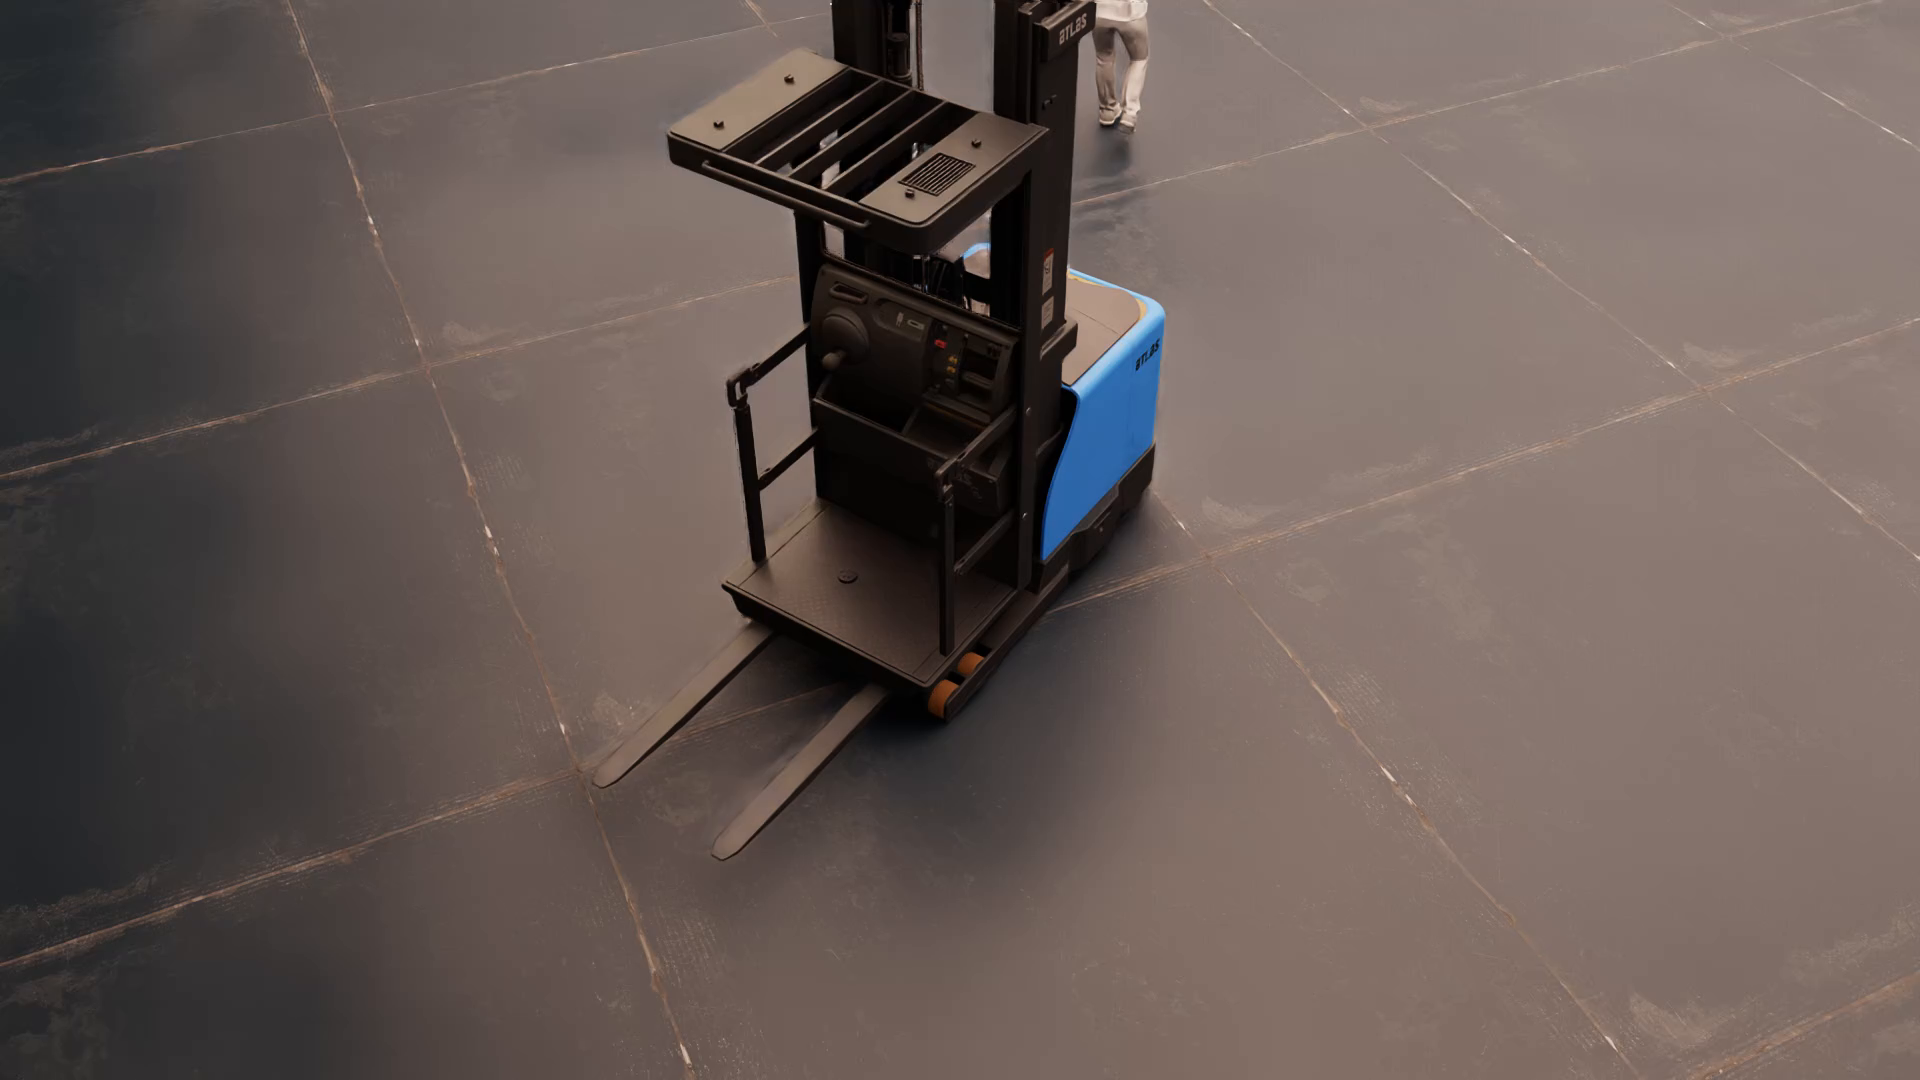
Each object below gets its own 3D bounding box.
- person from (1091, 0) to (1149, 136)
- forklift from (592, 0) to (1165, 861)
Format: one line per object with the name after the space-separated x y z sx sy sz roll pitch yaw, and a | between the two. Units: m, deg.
0.931 -3.219 10.110 0.605 1.605 0.613 7 44 8 | person
-0.315 -0.691 6.420 1.130 2.935 3.031 25 48 24 | forklift
